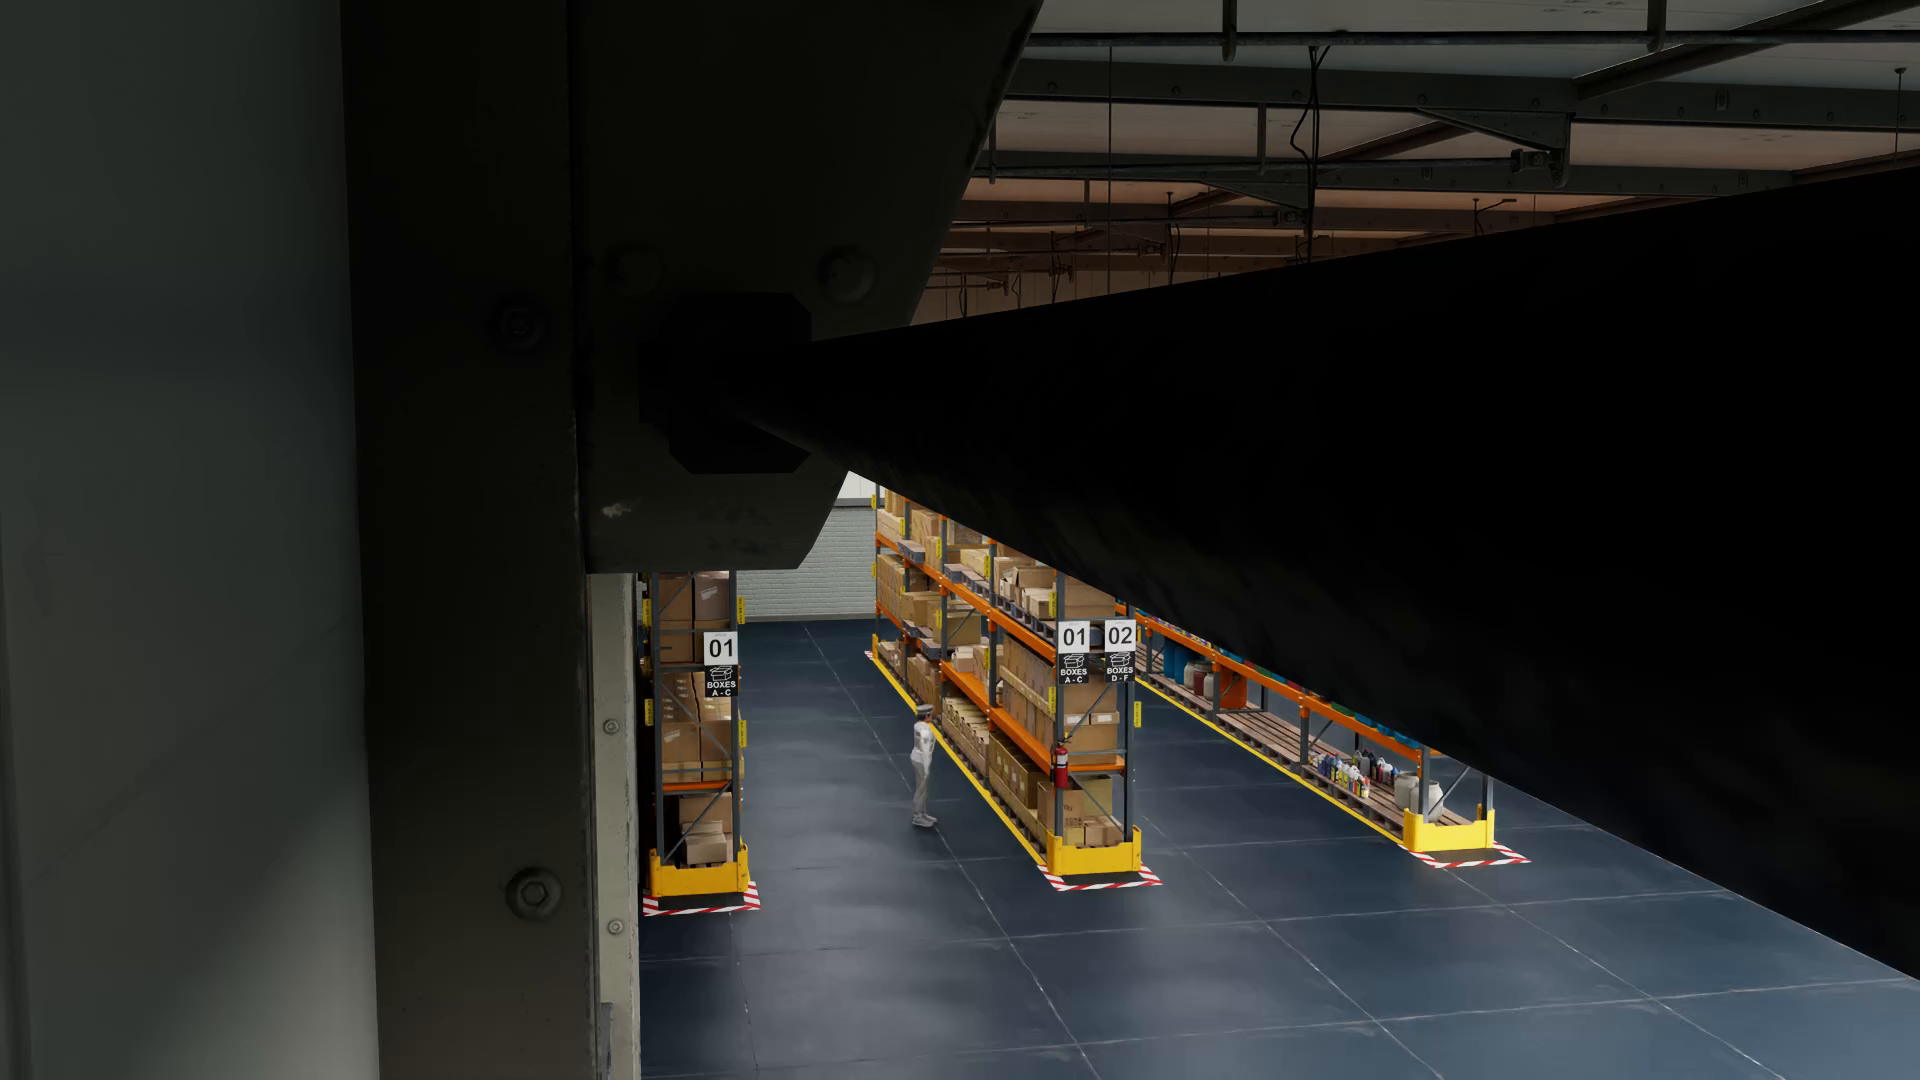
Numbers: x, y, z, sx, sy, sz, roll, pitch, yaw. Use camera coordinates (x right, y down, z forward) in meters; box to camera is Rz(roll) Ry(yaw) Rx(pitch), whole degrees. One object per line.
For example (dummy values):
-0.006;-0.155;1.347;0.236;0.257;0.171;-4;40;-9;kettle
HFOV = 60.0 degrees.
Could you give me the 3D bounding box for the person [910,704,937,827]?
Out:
-0.498;3.124;23.126;0.357;1.686;0.504;-1;6;-11;person
